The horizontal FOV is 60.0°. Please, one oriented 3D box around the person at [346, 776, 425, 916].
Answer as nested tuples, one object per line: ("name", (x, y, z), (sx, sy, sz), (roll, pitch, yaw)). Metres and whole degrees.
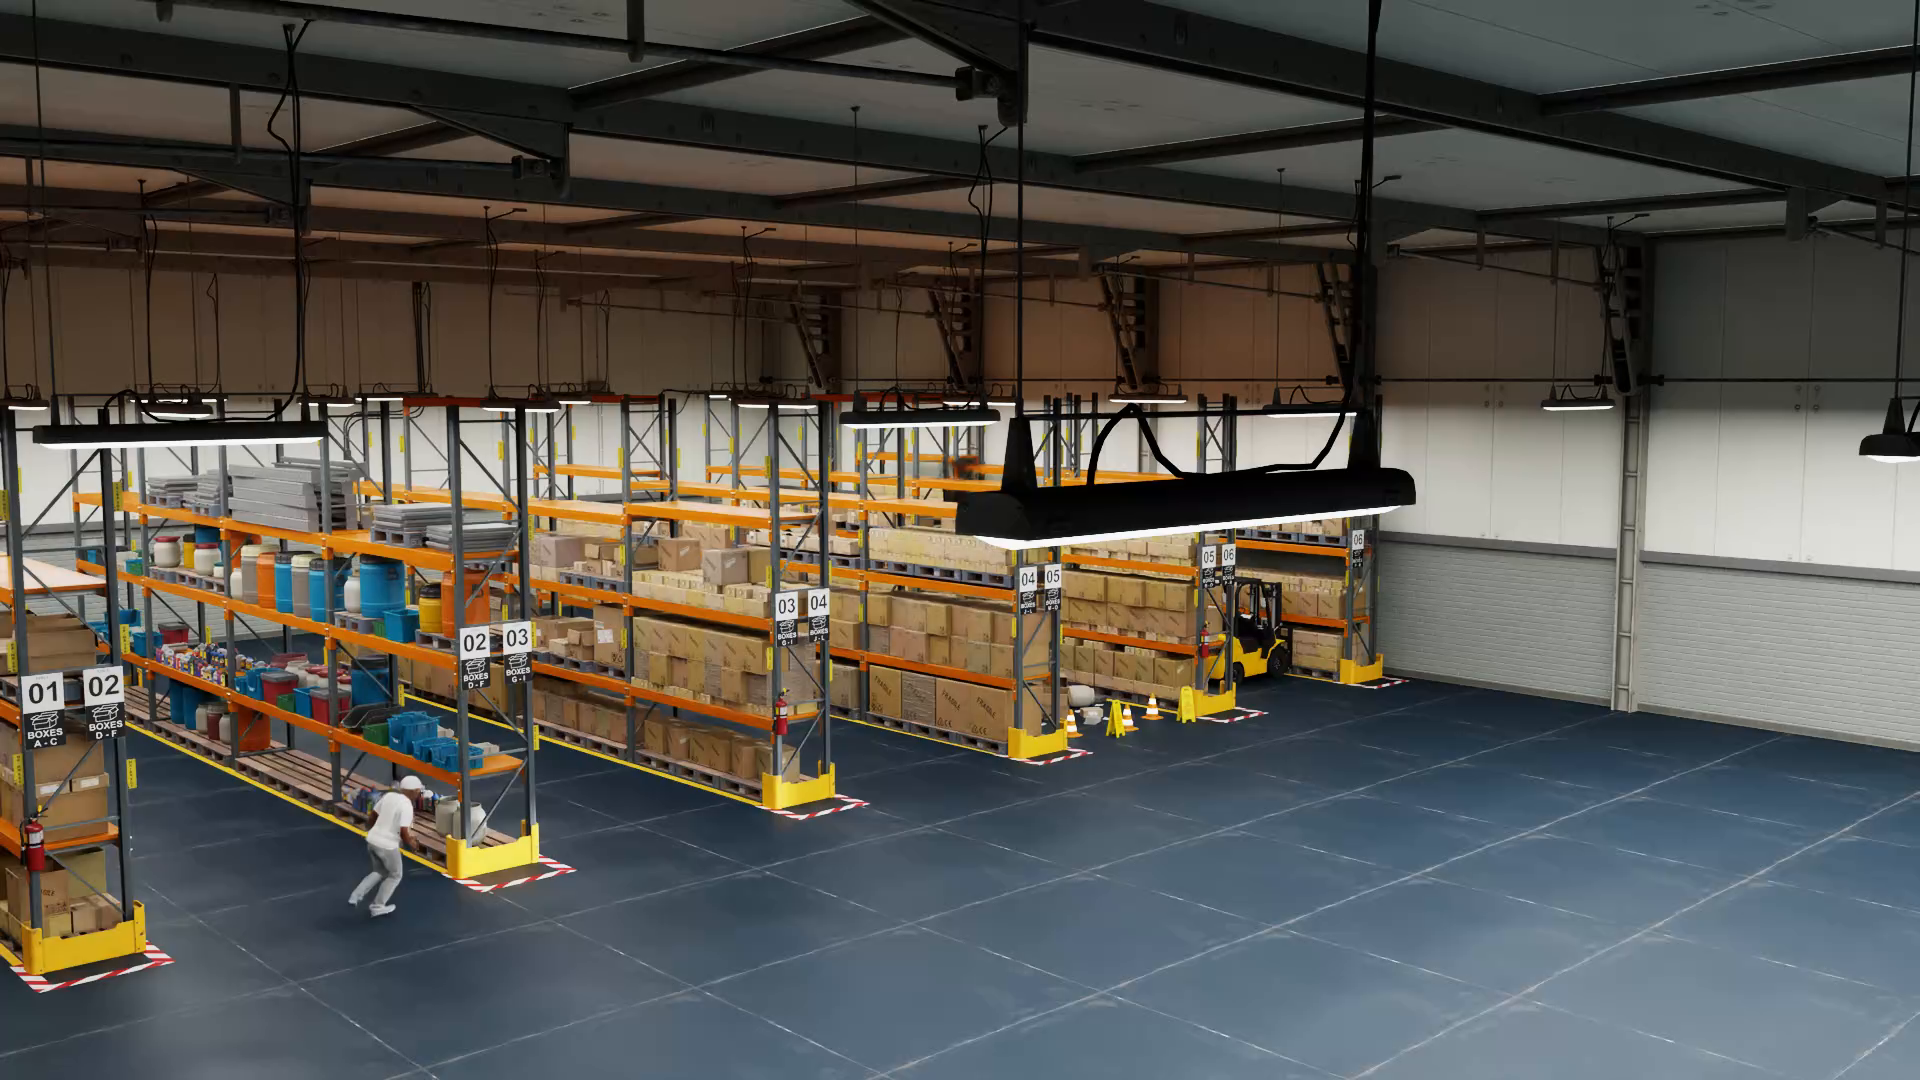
("person", (-6.786, 3.625, 19.694), (0.671, 1.607, 0.915), (5, 7, 40))
